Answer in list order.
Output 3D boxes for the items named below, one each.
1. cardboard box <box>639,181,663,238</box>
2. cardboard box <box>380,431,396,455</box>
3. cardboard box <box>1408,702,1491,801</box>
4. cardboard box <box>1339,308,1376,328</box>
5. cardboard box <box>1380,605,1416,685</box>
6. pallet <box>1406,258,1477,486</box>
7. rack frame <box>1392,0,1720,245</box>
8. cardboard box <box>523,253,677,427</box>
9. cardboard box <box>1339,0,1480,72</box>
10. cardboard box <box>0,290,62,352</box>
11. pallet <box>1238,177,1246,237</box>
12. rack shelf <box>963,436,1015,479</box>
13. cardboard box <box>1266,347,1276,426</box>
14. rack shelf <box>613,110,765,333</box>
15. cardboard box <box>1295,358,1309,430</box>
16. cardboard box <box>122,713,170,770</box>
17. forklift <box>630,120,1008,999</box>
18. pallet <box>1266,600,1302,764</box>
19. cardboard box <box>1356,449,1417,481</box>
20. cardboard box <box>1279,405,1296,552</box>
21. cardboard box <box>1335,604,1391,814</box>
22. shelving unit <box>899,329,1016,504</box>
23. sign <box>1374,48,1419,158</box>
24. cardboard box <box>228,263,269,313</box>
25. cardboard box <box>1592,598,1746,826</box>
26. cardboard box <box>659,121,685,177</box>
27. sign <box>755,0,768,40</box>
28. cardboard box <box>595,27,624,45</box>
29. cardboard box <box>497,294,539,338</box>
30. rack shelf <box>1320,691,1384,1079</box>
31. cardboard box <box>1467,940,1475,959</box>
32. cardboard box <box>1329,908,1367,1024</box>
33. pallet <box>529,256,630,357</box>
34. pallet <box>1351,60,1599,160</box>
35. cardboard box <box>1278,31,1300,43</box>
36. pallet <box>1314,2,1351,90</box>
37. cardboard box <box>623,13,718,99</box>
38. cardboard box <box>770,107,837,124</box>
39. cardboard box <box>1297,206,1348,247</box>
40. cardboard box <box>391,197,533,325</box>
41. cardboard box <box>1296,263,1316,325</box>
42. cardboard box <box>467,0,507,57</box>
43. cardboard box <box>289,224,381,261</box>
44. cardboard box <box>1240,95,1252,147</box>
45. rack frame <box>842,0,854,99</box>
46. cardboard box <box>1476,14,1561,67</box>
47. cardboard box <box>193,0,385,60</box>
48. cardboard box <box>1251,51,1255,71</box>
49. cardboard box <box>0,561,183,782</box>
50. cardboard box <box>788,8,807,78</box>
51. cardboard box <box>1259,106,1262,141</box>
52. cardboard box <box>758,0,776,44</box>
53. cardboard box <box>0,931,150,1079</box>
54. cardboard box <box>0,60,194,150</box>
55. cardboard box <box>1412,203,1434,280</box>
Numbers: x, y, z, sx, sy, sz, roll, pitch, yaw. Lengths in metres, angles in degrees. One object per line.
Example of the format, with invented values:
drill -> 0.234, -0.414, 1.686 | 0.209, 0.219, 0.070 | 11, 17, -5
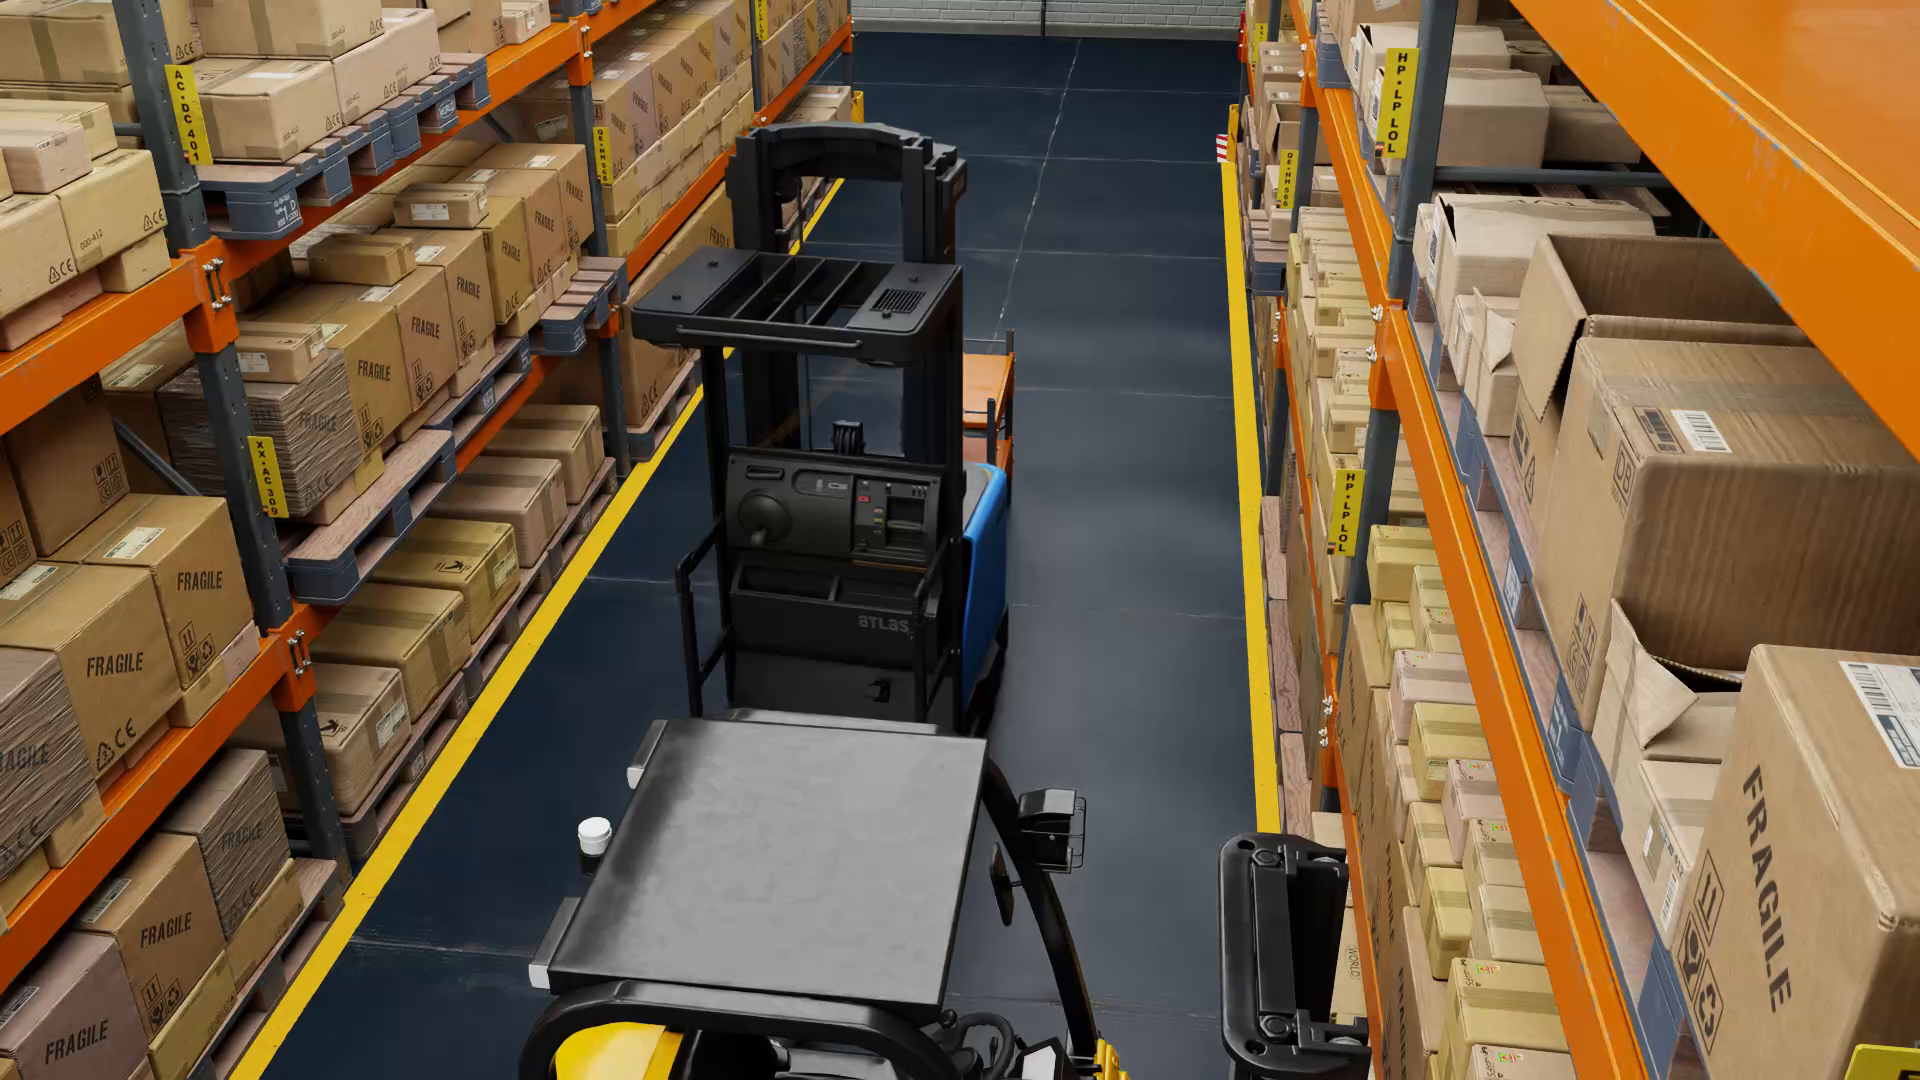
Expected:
cardboard box -> -2.235, -2.151, 10.739 | 0.500, 0.250, 0.500 | 3, 28, 5
cardboard box -> -2.701, -0.447, 7.239 | 0.380, 0.149, 0.250 | 5, 29, 9
cardboard box -> 1.410, 0.571, 4.425 | 0.380, 0.149, 0.250 | 3, 28, 5
cardboard box -> 1.922, -0.933, 7.529 | 0.380, 0.149, 0.250 | 3, 28, 6
cardboard box -> 1.516, 0.338, 5.171 | 0.380, 0.149, 0.250 | 4, 29, 7
pallet -> 1.768, -0.468, 4.387 | 1.003, 0.211, 1.213 | 3, 28, 6
rack frame -> 1.847, -2.231, 4.402 | 1.000, 3.000, 0.127 | 3, 28, 6
cardboard box -> -2.423, -1.329, 10.851 | 0.875, 0.875, 0.875 | 3, 28, 6
cardboard box -> 1.881, -2.260, 6.966 | 0.500, 0.500, 0.500 | 4, 29, 7
cardboard box -> -2.942, -0.684, 4.960 | 0.380, 0.149, 0.250 | 4, 29, 7
pallet -> 3.059, -3.027, 15.145 | 1.003, 0.211, 1.213 | 3, 28, 6
rack shelf -> 0.001, -0.283, 9.605 | 0.538, 0.278, 1.000 | 3, 28, 6
cardboard box -> 2.247, -1.003, 10.642 | 0.500, 0.500, 0.500 | 3, 28, 5
rack shelf -> -2.345, -2.384, 11.770 | 1.077, 0.370, 4.000 | 3, 28, 6
cardboard box -> 1.917, -0.732, 8.105 | 0.500, 0.250, 0.500 | 2, 28, 5
cardboard box -> -2.950, 0.640, 5.665 | 0.380, 0.149, 0.250 | 3, 29, 6
forklift -> -0.584, -0.085, 6.818 | 1.130, 2.935, 3.031 | 6, 29, 11
pallet -> 2.045, 0.713, 8.204 | 1.003, 0.211, 1.213 | 3, 28, 6
cardboard box -> 1.682, -0.215, 6.198 | 0.380, 0.149, 0.250 | 3, 28, 5
cardboard box -> 2.247, -0.319, 9.240 | 0.875, 0.625, 0.625 | 4, 29, 8
cardboard box -> 1.533, 0.560, 5.442 | 0.500, 0.500, 0.500 | 3, 28, 5
shelving unit -> 0.001, -0.498, 9.489 | 0.538, 1.125, 1.048 | 3, 28, 6
sign -> 1.307, -1.303, 4.967 | 0.100, 0.325, 0.005 | 3, 28, 6
cardboard box -> -3.176, -1.077, 7.041 | 0.380, 0.149, 0.250 | 3, 28, 5
cardboard box -> 1.188, 0.276, 2.506 | 0.396, 0.266, 0.258 | 3, 29, 6
cardboard box -> -2.145, -2.614, 11.071 | 0.500, 0.250, 0.500 | 3, 28, 6
sign -> -1.560, -4.090, 13.041 | 0.100, 0.325, 0.005 | 3, 28, 6
cardboard box -> -2.595, -3.215, 11.395 | 0.500, 0.500, 0.500 | 3, 28, 5
cardboard box -> -2.403, -1.165, 8.572 | 0.380, 0.149, 0.250 | 4, 29, 7
rack shelf -> 1.602, 1.669, 4.248 | 1.077, 0.370, 4.000 | 3, 28, 6
cardboard box -> 1.374, 1.067, 3.818 | 0.380, 0.149, 0.250 | 3, 28, 6
cardboard box -> 1.403, 1.446, 5.306 | 0.500, 0.250, 0.500 | 3, 28, 6
pallet -> -2.572, -1.333, 9.264 | 1.213, 0.211, 1.003 | 3, 28, 6
pallet -> 2.208, -1.858, 7.074 | 1.003, 0.211, 1.213 | 5, 29, 9
cardboard box -> 2.768, -4.145, 14.125 | 0.500, 0.250, 0.500 | 3, 28, 6
pallet -> 2.342, -2.385, 8.051 | 1.213, 0.211, 1.003 | 5, 29, 9
cardboard box -> -2.043, -3.420, 11.775 | 0.500, 0.500, 0.500 | 4, 29, 8
cardboard box -> -1.695, -3.834, 15.962 | 0.875, 0.438, 0.875 | 4, 29, 8
cardboard box -> 2.005, -1.669, 8.896 | 0.380, 0.149, 0.250 | 4, 29, 8
cardboard box -> -2.483, -1.407, 8.337 | 0.500, 0.500, 0.500 | 1, 28, 3
cardboard box -> 1.977, -1.196, 8.439 | 0.500, 0.250, 0.500 | 4, 29, 8
cardboard box -> -2.716, -2.678, 8.290 | 0.700, 0.500, 0.500 | 3, 28, 6
cardboard box -> -3.059, -1.189, 7.933 | 0.500, 0.500, 0.500 | 2, 28, 4
cardboard box -> 3.148, -4.041, 16.278 | 0.797, 0.503, 0.637 | 2, 28, 4
rack frame -> -1.610, -5.525, 16.842 | 1.000, 3.000, 0.127 | 3, 28, 6
cardboard box -> 2.350, -2.132, 7.081 | 0.380, 0.166, 0.250 | 3, 28, 6
cardboard box -> -2.560, -2.023, 6.367 | 0.500, 0.250, 0.500 | 3, 28, 5
cardboard box -> 2.785, -4.260, 14.760 | 0.380, 0.149, 0.250 | 4, 29, 7
cardboard box -> -2.944, 0.415, 5.398 | 0.500, 0.500, 0.500 | 4, 29, 8
cardboard box -> -1.649, -4.362, 14.578 | 0.500, 0.500, 0.500 | 4, 29, 7
cardboard box -> 2.276, -2.849, 11.575 | 0.396, 0.266, 0.258 | 5, 29, 9
cardboard box -> -1.801, -4.336, 13.476 | 0.500, 0.500, 0.500 | 4, 29, 7
cardboard box -> -3.008, 1.593, 5.296 | 0.500, 0.500, 0.500 | 5, 29, 9
cardboard box -> -3.152, -1.599, 6.108 | 0.500, 0.250, 0.500 | 3, 28, 5
cardboard box -> 1.490, -0.835, 4.691 | 0.380, 0.149, 0.250 | 4, 29, 7
